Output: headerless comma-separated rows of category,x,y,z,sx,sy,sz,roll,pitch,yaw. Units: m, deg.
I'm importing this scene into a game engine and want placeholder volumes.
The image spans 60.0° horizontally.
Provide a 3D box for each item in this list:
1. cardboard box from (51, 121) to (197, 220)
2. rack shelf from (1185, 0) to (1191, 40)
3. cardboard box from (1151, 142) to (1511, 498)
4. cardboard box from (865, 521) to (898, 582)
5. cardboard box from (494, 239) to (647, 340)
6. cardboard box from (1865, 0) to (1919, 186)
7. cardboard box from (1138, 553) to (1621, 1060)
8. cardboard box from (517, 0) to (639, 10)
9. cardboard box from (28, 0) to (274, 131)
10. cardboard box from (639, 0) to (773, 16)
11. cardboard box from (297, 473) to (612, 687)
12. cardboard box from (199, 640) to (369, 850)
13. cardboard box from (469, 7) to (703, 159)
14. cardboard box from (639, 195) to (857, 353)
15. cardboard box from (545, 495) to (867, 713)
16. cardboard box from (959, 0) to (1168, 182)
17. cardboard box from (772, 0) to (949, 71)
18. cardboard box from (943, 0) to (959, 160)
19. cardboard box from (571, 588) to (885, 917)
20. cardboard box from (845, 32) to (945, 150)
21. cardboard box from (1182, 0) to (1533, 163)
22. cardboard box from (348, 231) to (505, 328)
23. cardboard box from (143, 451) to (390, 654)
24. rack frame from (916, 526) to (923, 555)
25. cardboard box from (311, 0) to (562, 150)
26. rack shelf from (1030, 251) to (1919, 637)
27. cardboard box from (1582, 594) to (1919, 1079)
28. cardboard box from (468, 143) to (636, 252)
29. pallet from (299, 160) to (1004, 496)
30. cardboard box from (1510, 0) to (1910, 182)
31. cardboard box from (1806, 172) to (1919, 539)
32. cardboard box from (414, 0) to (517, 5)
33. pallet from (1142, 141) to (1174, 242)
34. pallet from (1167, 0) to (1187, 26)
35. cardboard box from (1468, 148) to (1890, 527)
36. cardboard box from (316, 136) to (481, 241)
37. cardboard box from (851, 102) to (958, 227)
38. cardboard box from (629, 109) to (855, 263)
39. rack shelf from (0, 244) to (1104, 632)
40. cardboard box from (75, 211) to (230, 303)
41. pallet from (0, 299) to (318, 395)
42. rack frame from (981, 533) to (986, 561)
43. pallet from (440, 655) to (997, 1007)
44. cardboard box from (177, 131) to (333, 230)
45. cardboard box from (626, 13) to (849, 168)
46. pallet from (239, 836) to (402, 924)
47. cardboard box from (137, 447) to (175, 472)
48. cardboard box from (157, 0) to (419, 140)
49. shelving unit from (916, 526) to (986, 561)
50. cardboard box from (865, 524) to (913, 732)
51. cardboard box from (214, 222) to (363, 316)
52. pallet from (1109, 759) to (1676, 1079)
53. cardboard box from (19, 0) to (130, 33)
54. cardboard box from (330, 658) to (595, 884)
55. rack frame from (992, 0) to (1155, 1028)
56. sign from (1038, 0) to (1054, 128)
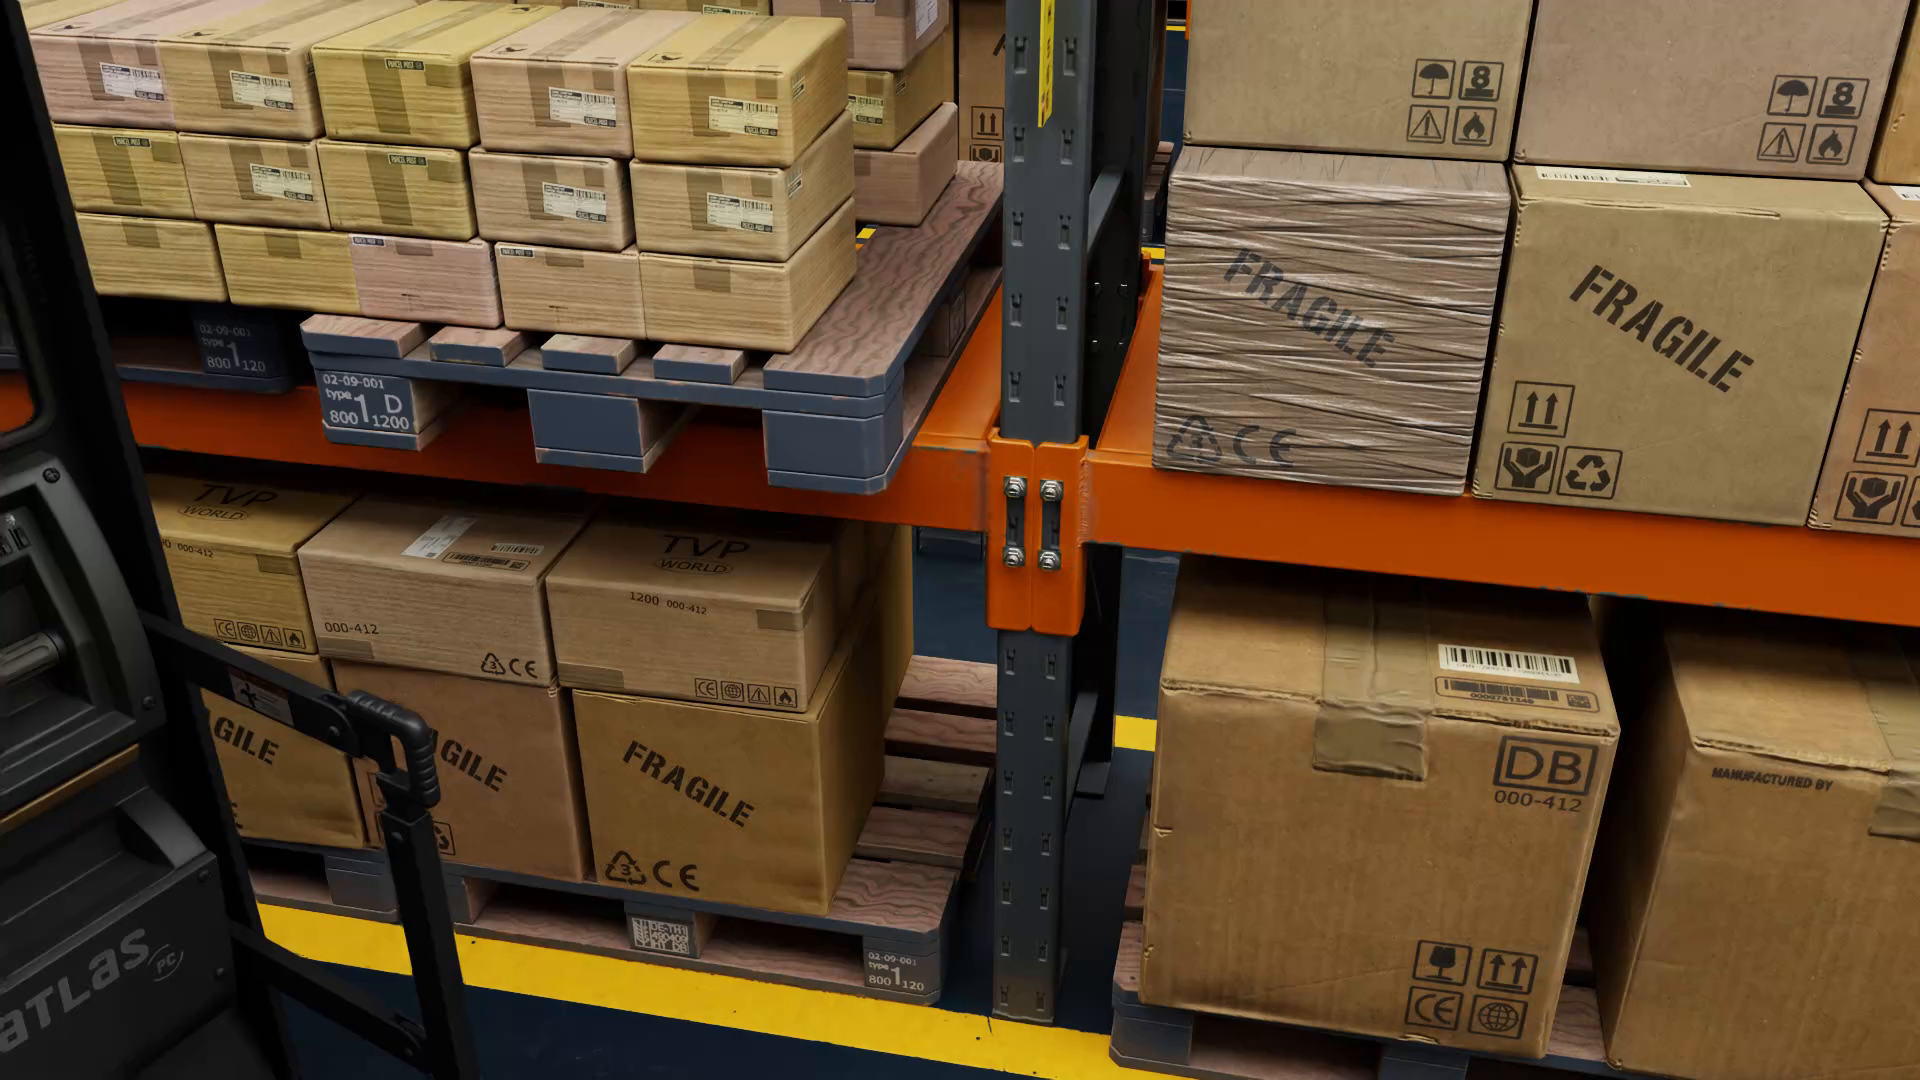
cardboard box,-1.353,-0.697,2.913,0.250,0.149,0.380,6,29,10
rack shelf,-0.789,-2.774,7.942,4.000,0.370,1.077,6,29,11
cardboard box,0.615,-0.426,2.800,0.500,0.500,0.500,6,29,11
cardboard box,-0.392,-0.154,3.792,0.500,0.250,0.500,5,29,8
cardboard box,-0.589,-0.487,2.841,0.250,0.149,0.380,6,29,10
cardboard box,1.666,-0.886,2.600,0.500,0.500,0.700,5,29,10
cardboard box,0.809,0.352,3.389,0.750,0.750,1.050,5,29,10
cardboard box,-0.682,-1.079,3.301,0.250,0.149,0.380,6,29,10
cardboard box,-1.341,-0.827,2.842,0.250,0.149,0.380,6,29,11
cardboard box,-0.443,-1.052,3.253,0.250,0.149,0.380,5,29,9
cardboard box,-0.988,0.038,3.441,0.500,0.250,0.500,6,29,11
cardboard box,-1.494,0.316,3.715,0.500,0.500,0.500,5,29,8
cardboard box,-0.588,-0.749,2.699,0.250,0.149,0.380,6,29,10
cardboard box,-0.347,-0.462,2.794,0.250,0.149,0.380,6,29,11
cardboard box,-0.492,0.084,3.358,0.500,0.250,0.500,5,29,9
cardboard box,0.509,-2.249,8.010,0.875,0.875,0.875,6,29,10
cardboard box,-0.184,-1.027,3.207,0.250,0.149,0.380,6,29,11
cardboard box,-0.363,-2.341,8.177,0.875,0.875,0.875,6,29,11
cardboard box,-0.466,0.415,3.534,0.500,0.500,0.500,6,29,10
cardboard box,-0.199,-0.901,3.287,0.250,0.149,0.380,7,30,13
cardboard box,0.669,-0.987,2.783,0.500,0.500,0.700,6,29,10
cardboard box,-0.841,-0.513,2.888,0.250,0.149,0.380,6,29,11
cardboard box,-1.482,-0.020,3.548,0.500,0.250,0.500,7,29,12
rack frame,-0.107,-0.406,5.054,0.006,0.900,0.240,6,29,11
cardboard box,-0.844,-0.775,2.747,0.250,0.149,0.380,7,29,12
rack shelf,2.188,-0.038,2.945,4.000,0.370,1.077,6,29,11
cardboard box,1.664,0.438,3.232,0.750,0.750,1.050,6,29,11
cardboard box,-0.608,-0.620,2.774,0.250,0.149,0.380,7,29,12
pallet,-0.487,-0.491,3.223,1.003,0.211,1.213,6,29,11
cardboard box,1.164,-0.937,2.692,0.500,0.500,0.700,5,29,10
cardboard box,1.606,-0.326,2.617,0.500,0.500,0.500,6,29,11
cardboard box,-0.941,-1.105,3.350,0.250,0.149,0.380,5,29,8
pallet,0.412,-1.780,8.282,1.213,0.211,1.003,6,29,11
pallet,1.477,-4.090,12.500,1.213,0.211,1.003,6,29,11
cardboard box,1.112,-0.376,2.710,0.500,0.500,0.500,6,29,10
cardboard box,-0.866,-0.645,2.820,0.250,0.149,0.380,7,29,12
cardboard box,-0.164,-0.768,3.353,0.250,0.149,0.380,5,29,10
cardboard box,-0.346,-0.594,2.726,0.250,0.149,0.380,6,29,12
rack shelf,-1.724,-0.439,3.677,4.000,0.370,1.077,6,29,11
cardboard box,-1.347,-0.566,2.984,0.250,0.149,0.380,5,29,8
pallet,-1.713,-0.649,3.512,1.213,0.211,1.003,6,29,11
rack frame,0.091,-0.385,5.017,0.006,0.900,0.240,6,29,11
pallet,-0.532,0.590,3.952,1.213,0.211,1.003,6,29,11
cardboard box,-1.110,-0.671,2.866,0.250,0.149,0.380,6,29,11
cardboard box,-0.343,-0.723,2.651,0.250,0.149,0.380,5,29,9
pallet,-1.721,0.467,4.178,1.213,0.211,1.003,6,29,11
cardboard box,-1.993,-0.068,3.636,0.500,0.250,0.500,7,29,12
cardboard box,-1.106,-0.800,2.793,0.250,0.149,0.380,7,29,12
shelving unit,-0.008,-0.396,5.035,0.210,0.900,0.258,6,29,11
cardboard box,-0.407,0.168,3.986,0.500,0.500,0.500,5,29,8
cardboard box,-1.084,-0.540,2.936,0.250,0.149,0.380,5,29,10
pallet,0.987,0.784,3.599,1.213,0.211,1.003,6,29,11
cardboard box,-1.607,-0.853,2.890,0.250,0.149,0.380,7,30,13
cardboard box,-0.973,0.361,3.632,0.500,0.500,0.500,7,29,13
rack frame,0.232,-0.554,3.138,0.127,3.000,1.000,6,29,11
sign,0.128,-0.771,2.412,0.005,0.325,0.100,6,29,11
